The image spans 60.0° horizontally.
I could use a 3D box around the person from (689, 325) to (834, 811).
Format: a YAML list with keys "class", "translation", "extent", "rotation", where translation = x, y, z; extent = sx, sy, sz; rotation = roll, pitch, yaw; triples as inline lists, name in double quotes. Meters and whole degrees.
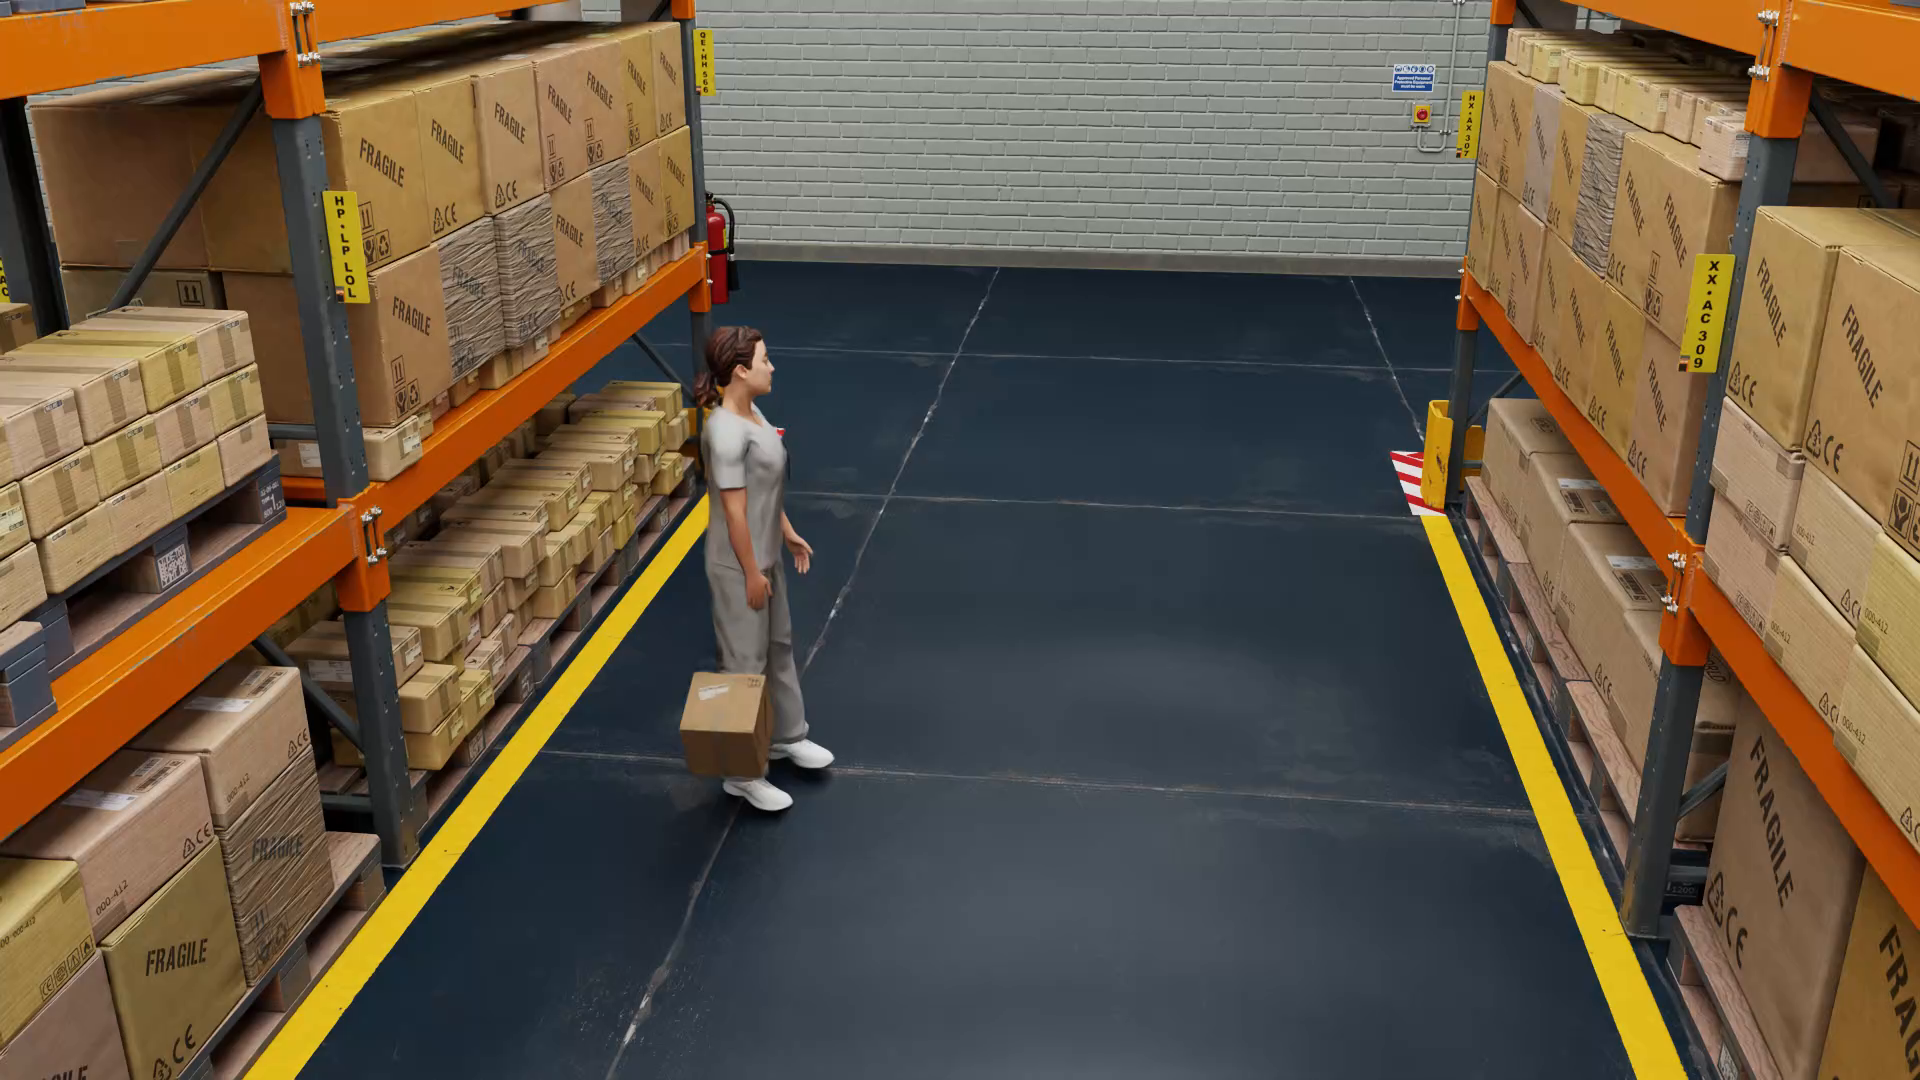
- class: "person"
  translation: [-0.692, 0.089, 5.794]
  extent: [0.452, 1.684, 0.511]
  rotation: [1, 21, 3]
